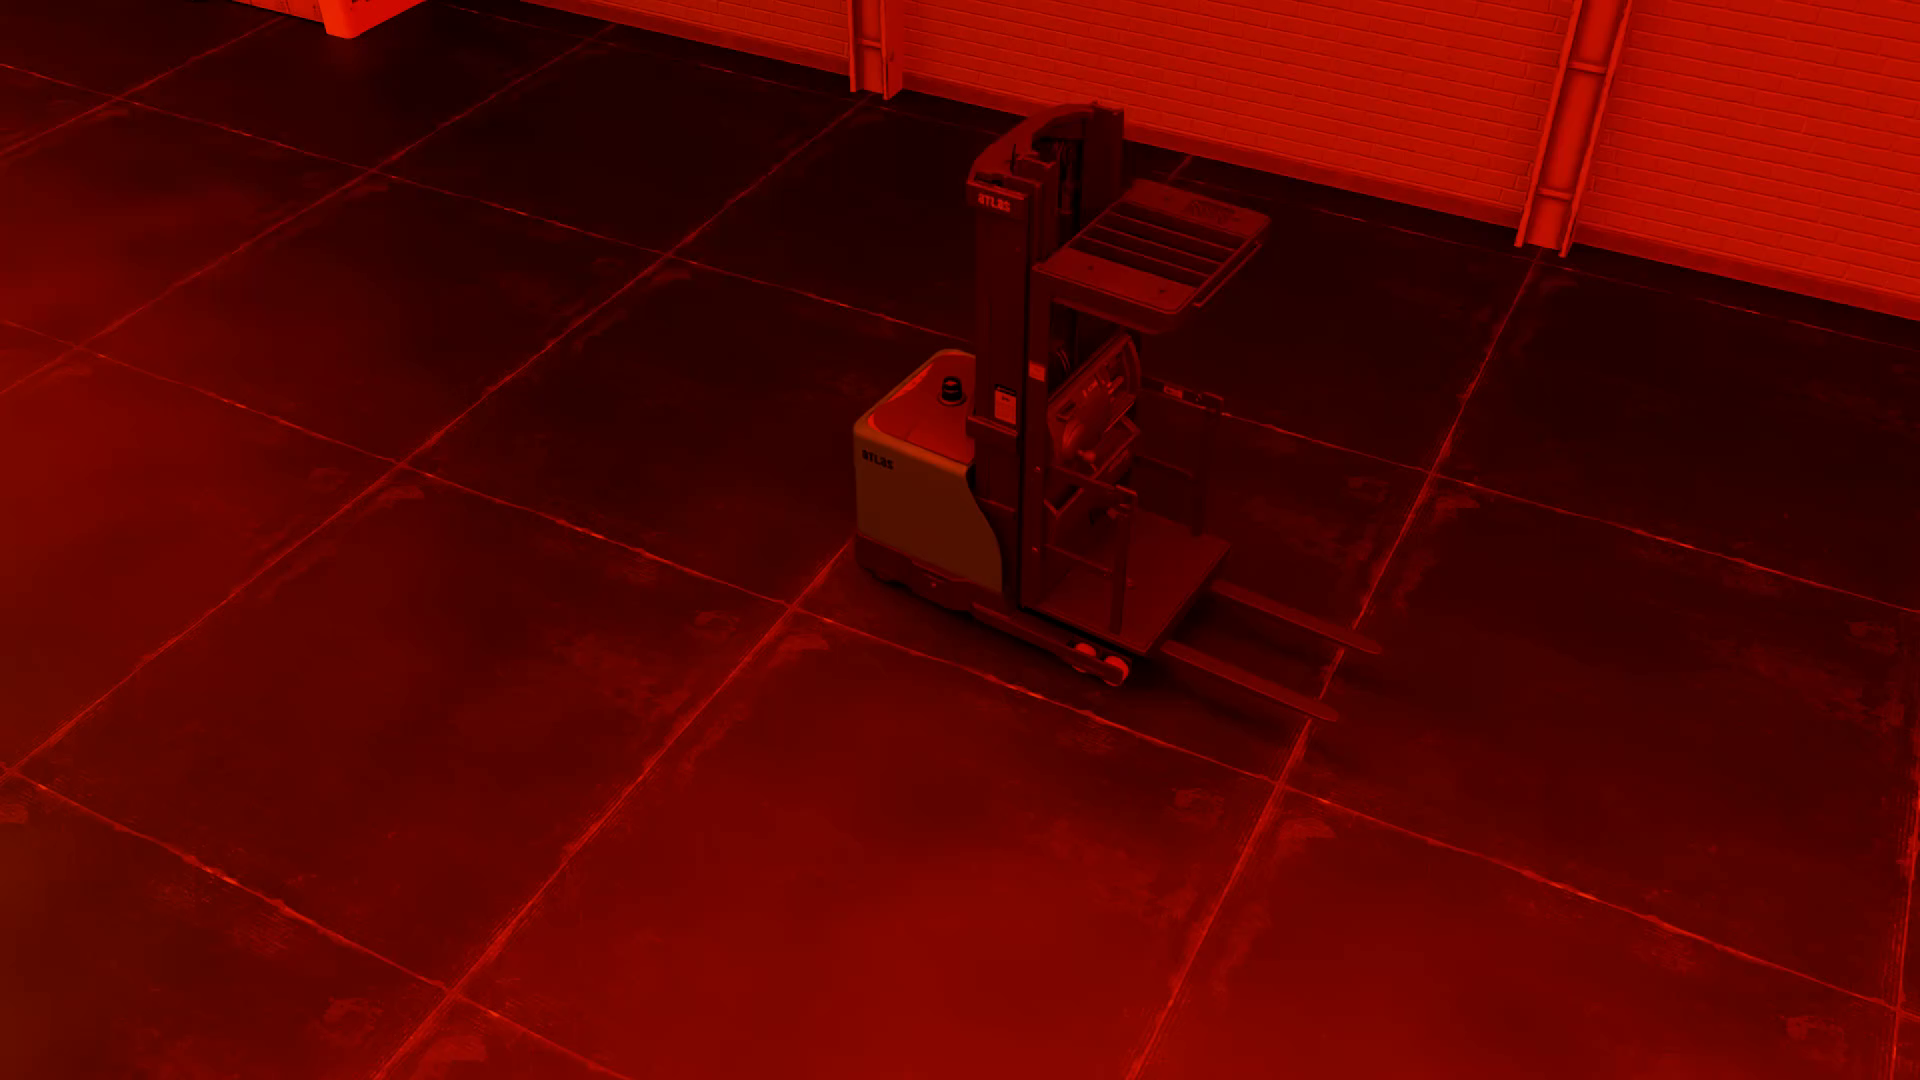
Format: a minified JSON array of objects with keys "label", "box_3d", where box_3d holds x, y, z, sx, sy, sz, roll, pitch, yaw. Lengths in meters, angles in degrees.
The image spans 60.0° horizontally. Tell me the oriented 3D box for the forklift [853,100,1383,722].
[{"label":"forklift","box_3d":[0.892,-0.699,8.817,3.031,2.935,1.130,23,45,24]}]
